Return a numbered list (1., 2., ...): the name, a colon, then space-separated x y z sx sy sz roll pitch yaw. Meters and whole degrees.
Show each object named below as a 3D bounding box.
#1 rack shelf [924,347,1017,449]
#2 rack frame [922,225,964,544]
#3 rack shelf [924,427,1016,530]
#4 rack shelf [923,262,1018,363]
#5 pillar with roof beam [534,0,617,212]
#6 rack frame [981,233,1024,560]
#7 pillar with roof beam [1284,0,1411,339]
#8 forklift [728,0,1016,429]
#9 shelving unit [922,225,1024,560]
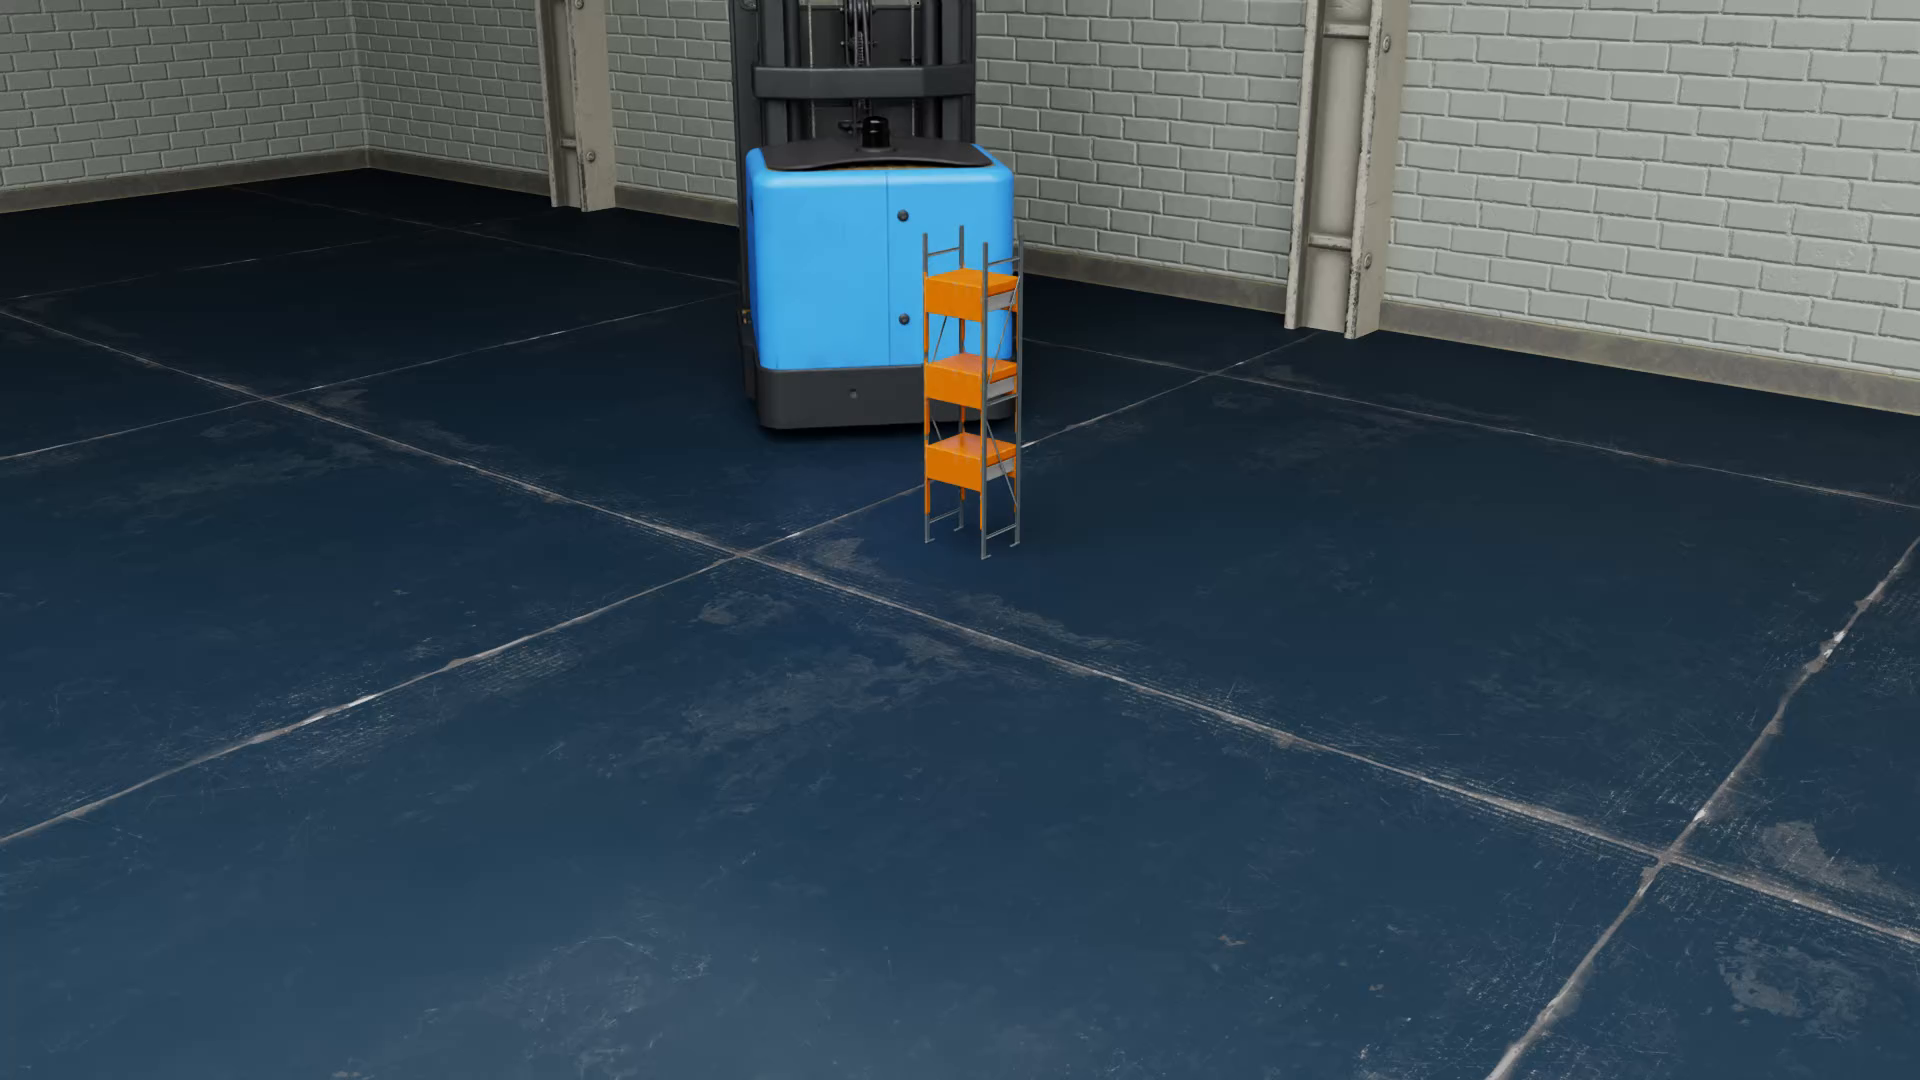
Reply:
1. rack shelf: 0.041 -0.469 5.455 0.240 0.259 0.215 16 26 36
2. rack frame: -0.053 -0.507 5.523 0.008 1.050 0.200 16 26 36
3. rack shelf: 0.041 -0.209 5.553 0.240 0.259 0.215 16 26 36
4. rack shelf: 0.041 -0.735 5.355 0.240 0.259 0.215 16 26 36
5. pillar with roof beam: -5.453 -5.465 7.408 0.400 9.000 9.100 16 26 36
6. rack frame: 0.136 -0.452 5.379 0.008 1.050 0.200 16 26 36
7. pillar with roof beam: -0.805 -4.127 3.858 0.400 9.000 9.100 16 26 36
8. forklift: -0.511 -2.297 7.605 1.130 2.935 3.031 -3 21 -8
9. shelving unit: 0.041 -0.479 5.451 0.252 1.050 0.215 16 26 36
